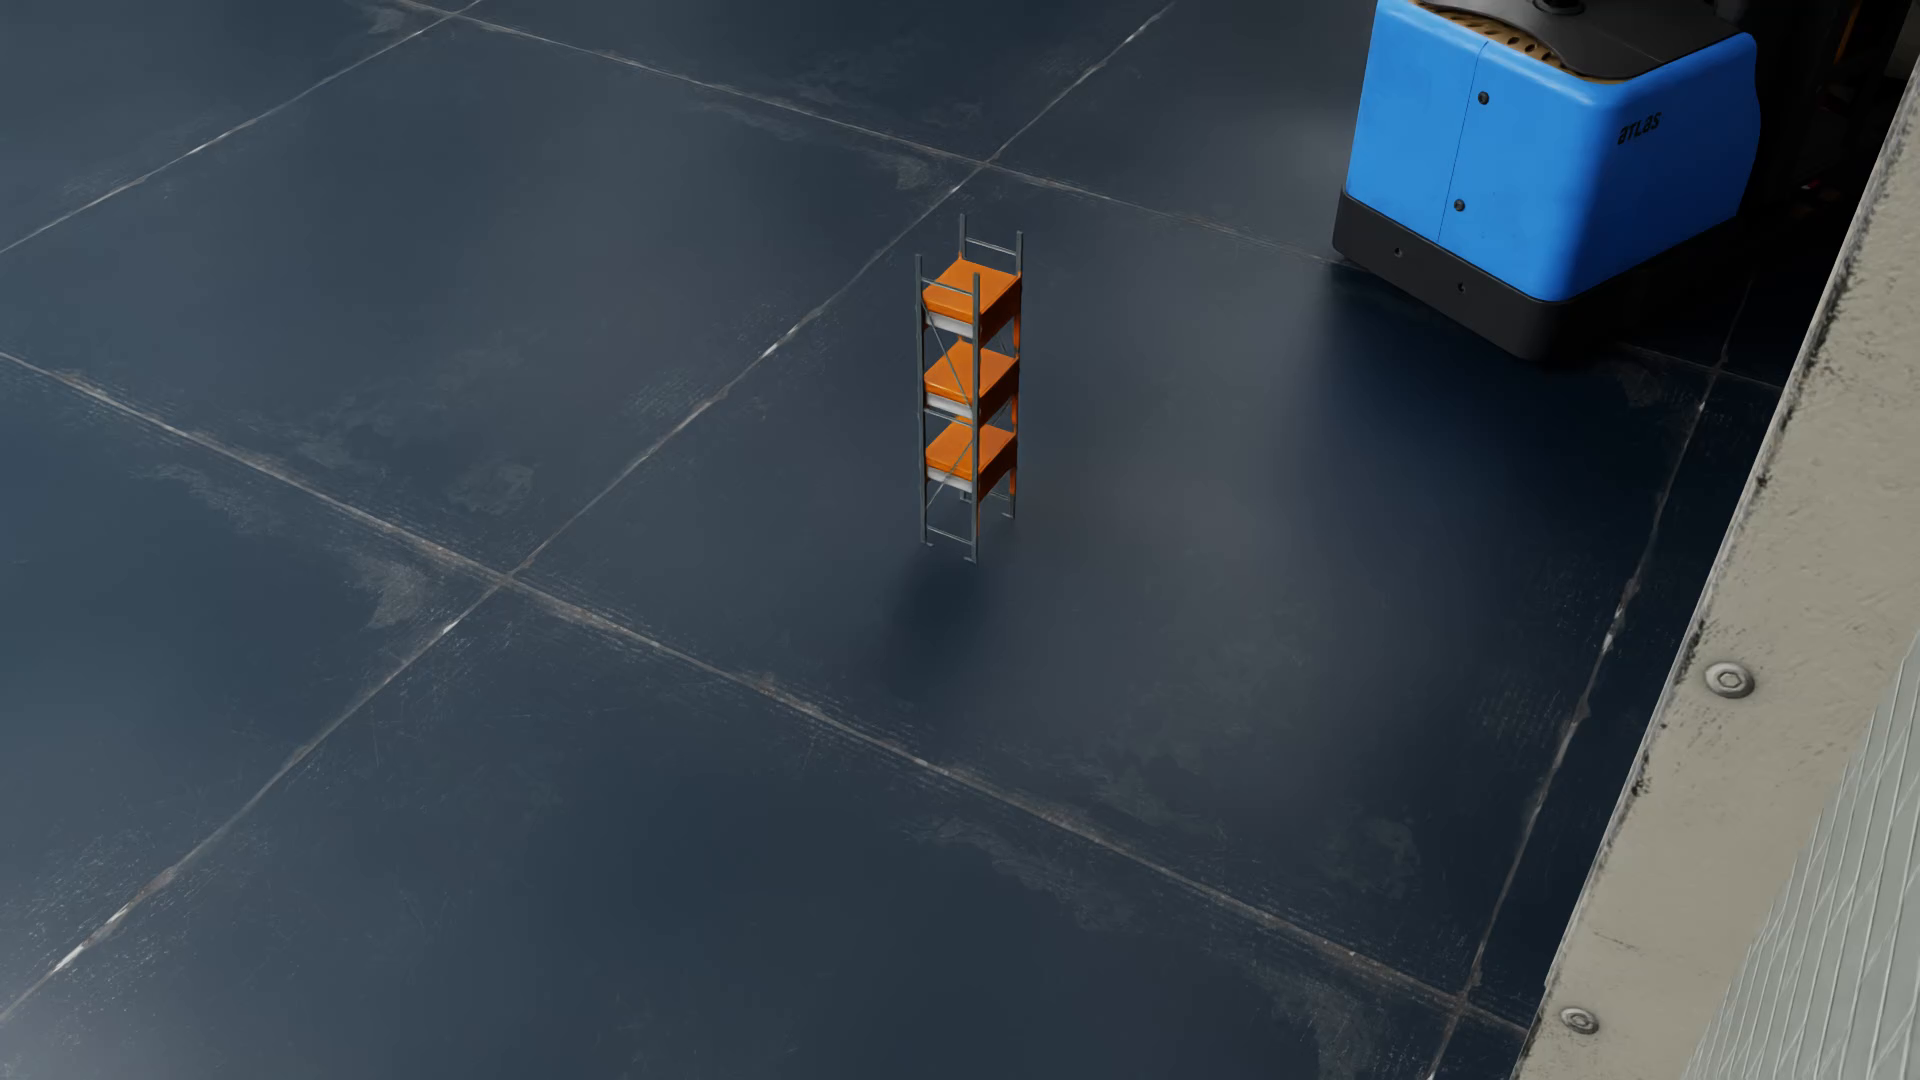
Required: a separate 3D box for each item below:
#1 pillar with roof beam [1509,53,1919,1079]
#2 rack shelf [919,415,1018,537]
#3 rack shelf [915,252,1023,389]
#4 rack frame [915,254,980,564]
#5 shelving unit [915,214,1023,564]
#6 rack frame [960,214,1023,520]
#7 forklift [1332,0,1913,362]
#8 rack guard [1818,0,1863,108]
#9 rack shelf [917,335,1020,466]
[{"bbox_3d":[-2.253,-3.588,2.516,9.100,9.000,0.400,21,45,22],"label":"pillar with roof beam"},{"bbox_3d":[0.027,-0.208,5.128,0.215,0.259,0.240,21,45,22],"label":"rack shelf"},{"bbox_3d":[0.027,-0.630,4.757,0.215,0.259,0.240,21,45,22],"label":"rack shelf"},{"bbox_3d":[-0.034,-0.355,4.859,0.200,1.050,0.008,21,45,22],"label":"rack frame"},{"bbox_3d":[0.027,-0.425,4.938,0.215,1.050,0.252,21,45,22],"label":"shelving unit"},{"bbox_3d":[0.088,-0.494,5.017,0.200,1.050,0.008,21,45,22],"label":"rack frame"},{"bbox_3d":[2.932,-2.515,5.888,3.031,2.935,1.130,-26,47,-26],"label":"forklift"},{"bbox_3d":[3.336,-2.294,7.477,1.175,0.500,0.348,21,45,22],"label":"rack guard"},{"bbox_3d":[0.027,-0.417,4.945,0.215,0.259,0.240,21,45,22],"label":"rack shelf"}]
